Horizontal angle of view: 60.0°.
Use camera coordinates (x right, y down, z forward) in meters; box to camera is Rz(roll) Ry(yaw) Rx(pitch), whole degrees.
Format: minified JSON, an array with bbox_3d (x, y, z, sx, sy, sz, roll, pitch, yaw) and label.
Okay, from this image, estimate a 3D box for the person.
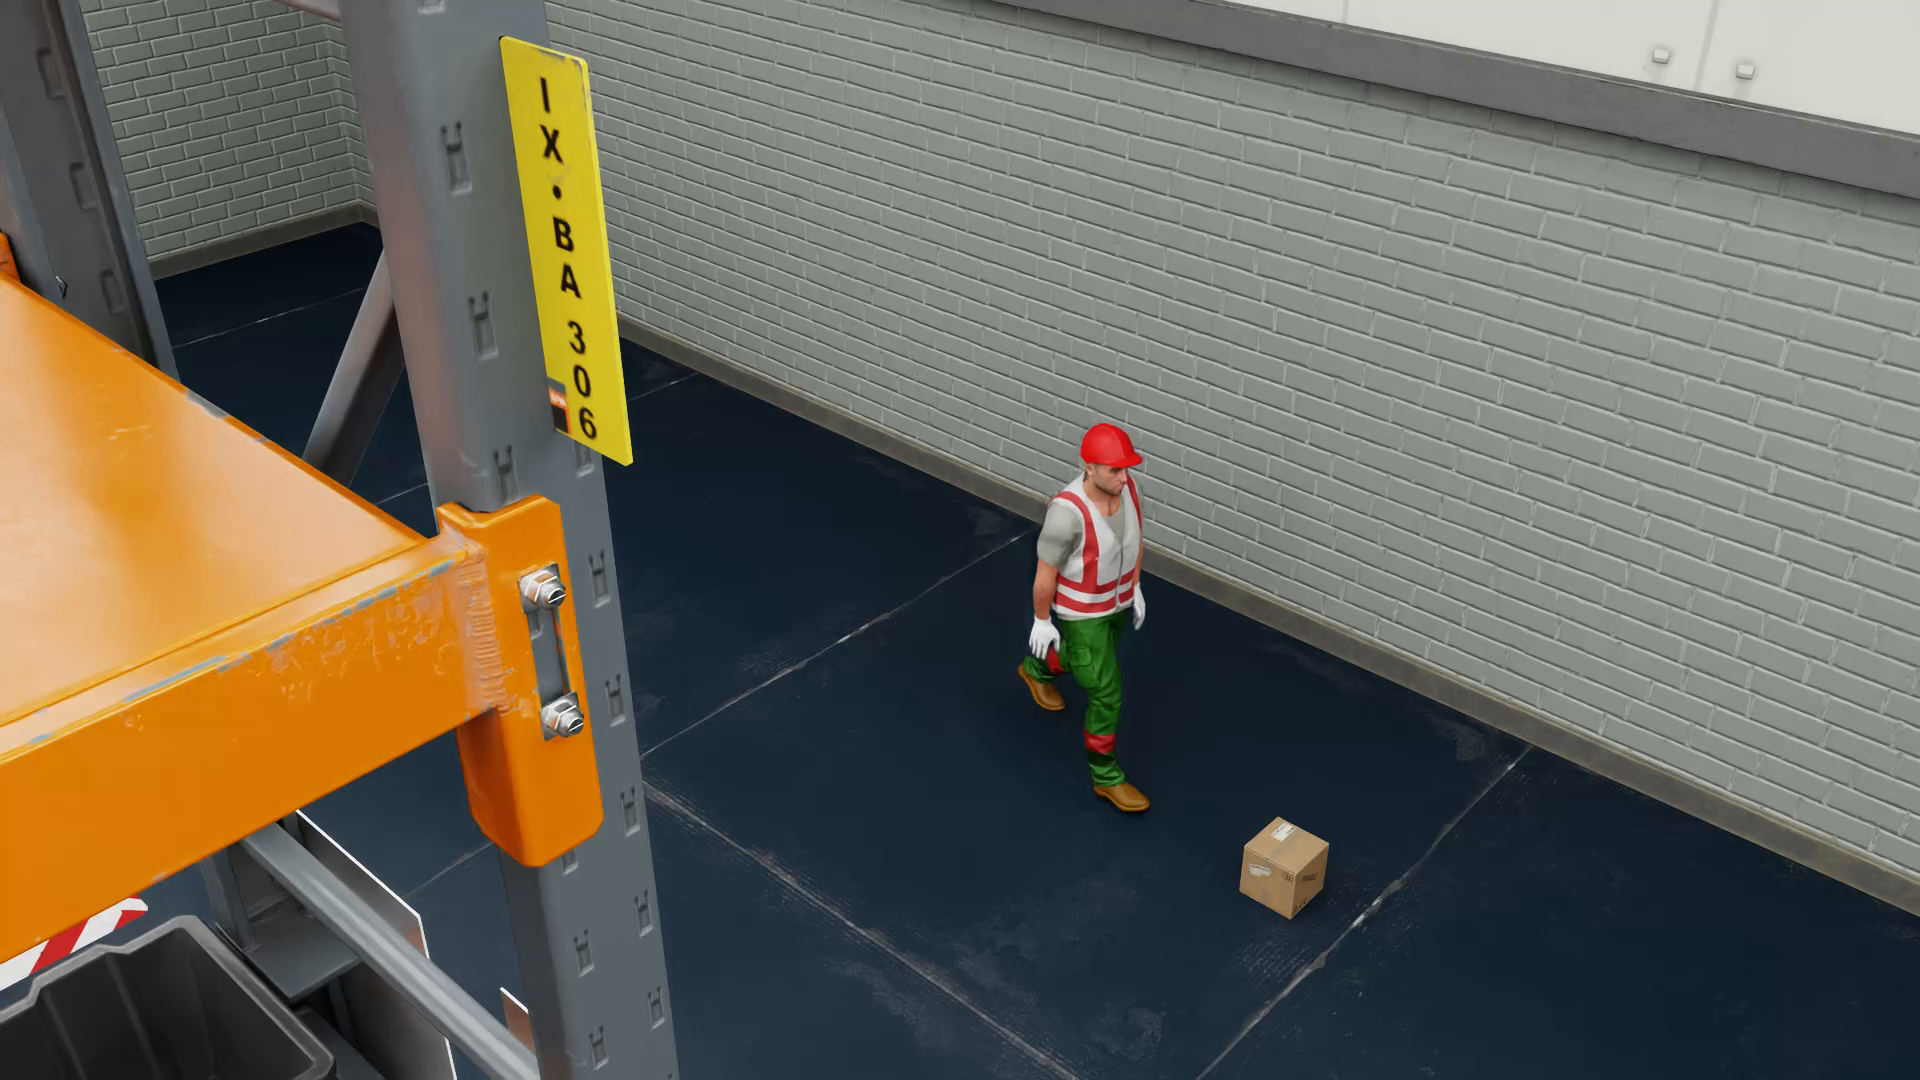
[{"bbox_3d":[0.526,0.259,7.190,0.986,1.756,0.565,27,40,37],"label":"person"}]
